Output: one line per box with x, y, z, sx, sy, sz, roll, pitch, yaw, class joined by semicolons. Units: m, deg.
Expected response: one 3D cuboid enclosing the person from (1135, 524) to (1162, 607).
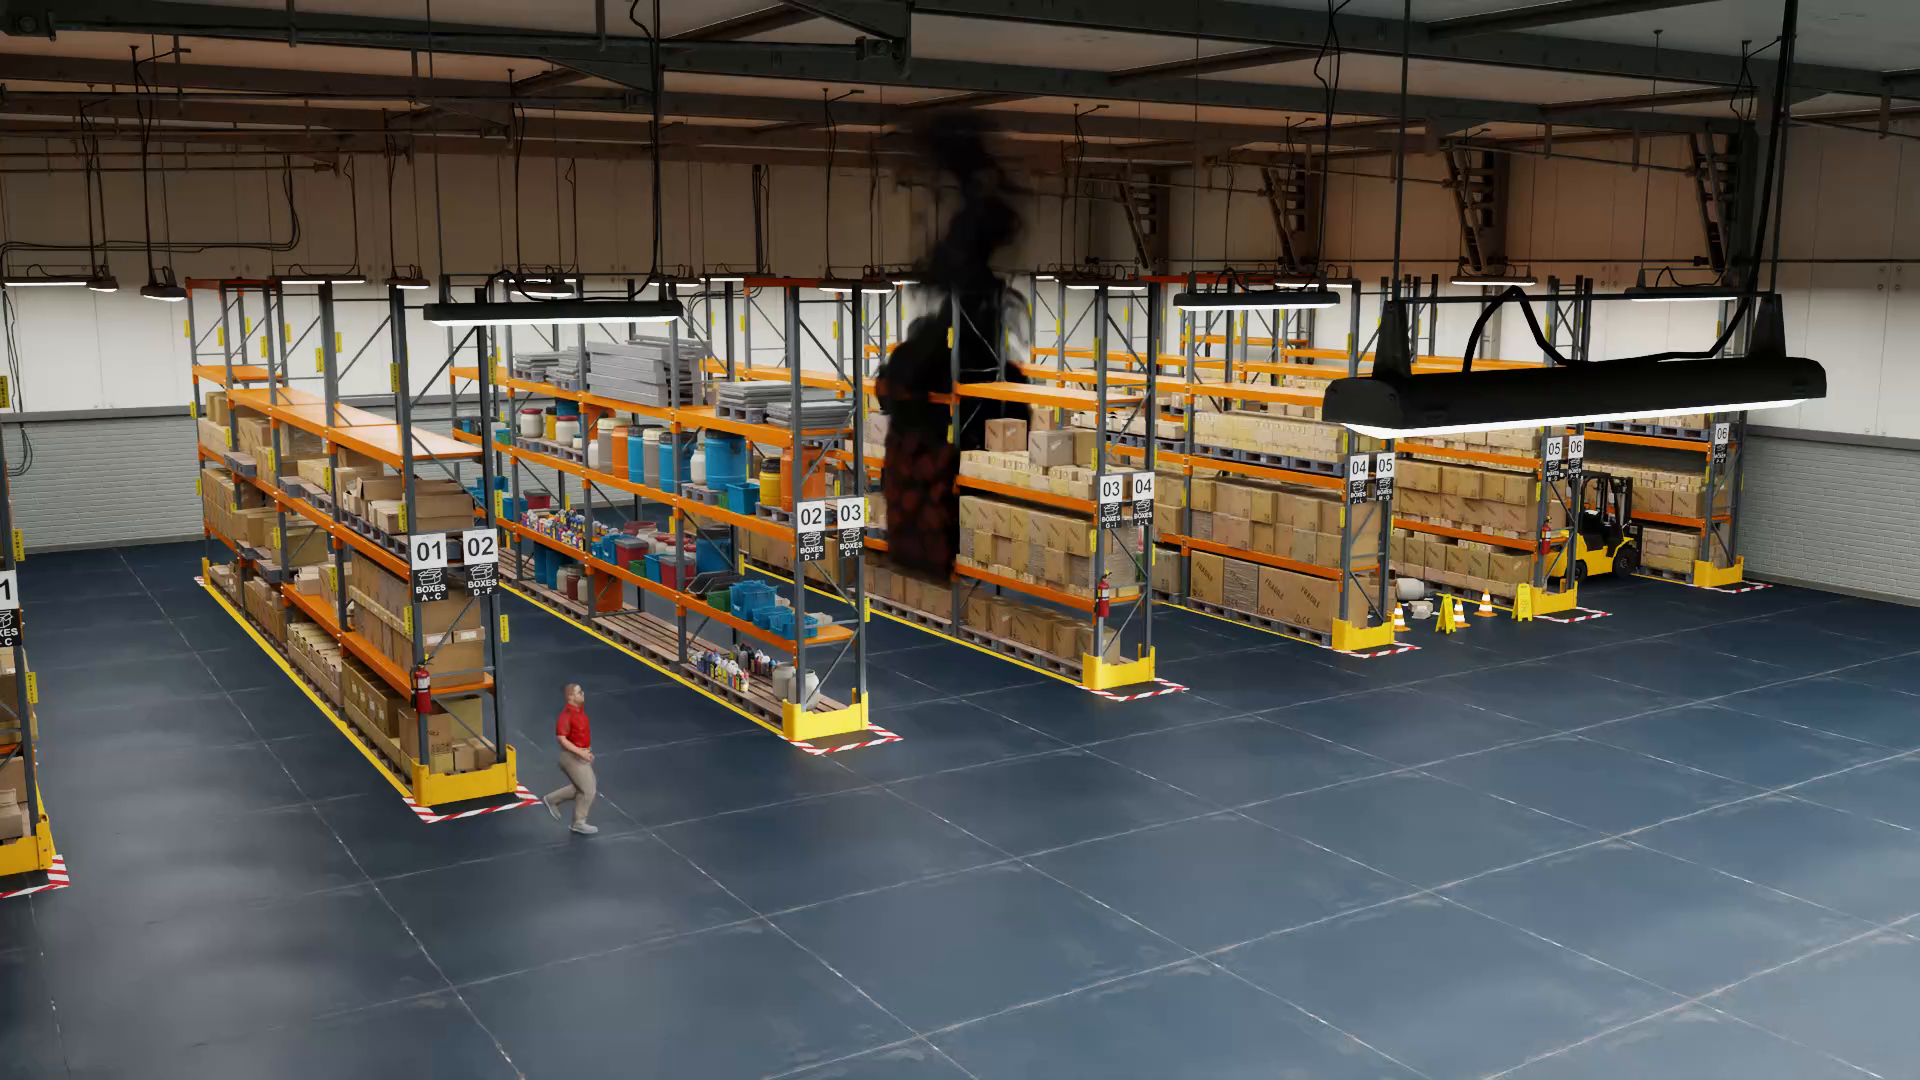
3.241;0.260;29.341;0.666;1.801;0.903;-8;12;-39;person

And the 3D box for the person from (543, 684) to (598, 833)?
-4.372;2.432;18.566;0.627;1.694;0.698;-1;10;-4;person

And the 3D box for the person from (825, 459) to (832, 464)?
-3.178;-1.119;39.654;0.642;1.659;0.537;-6;11;-33;person
